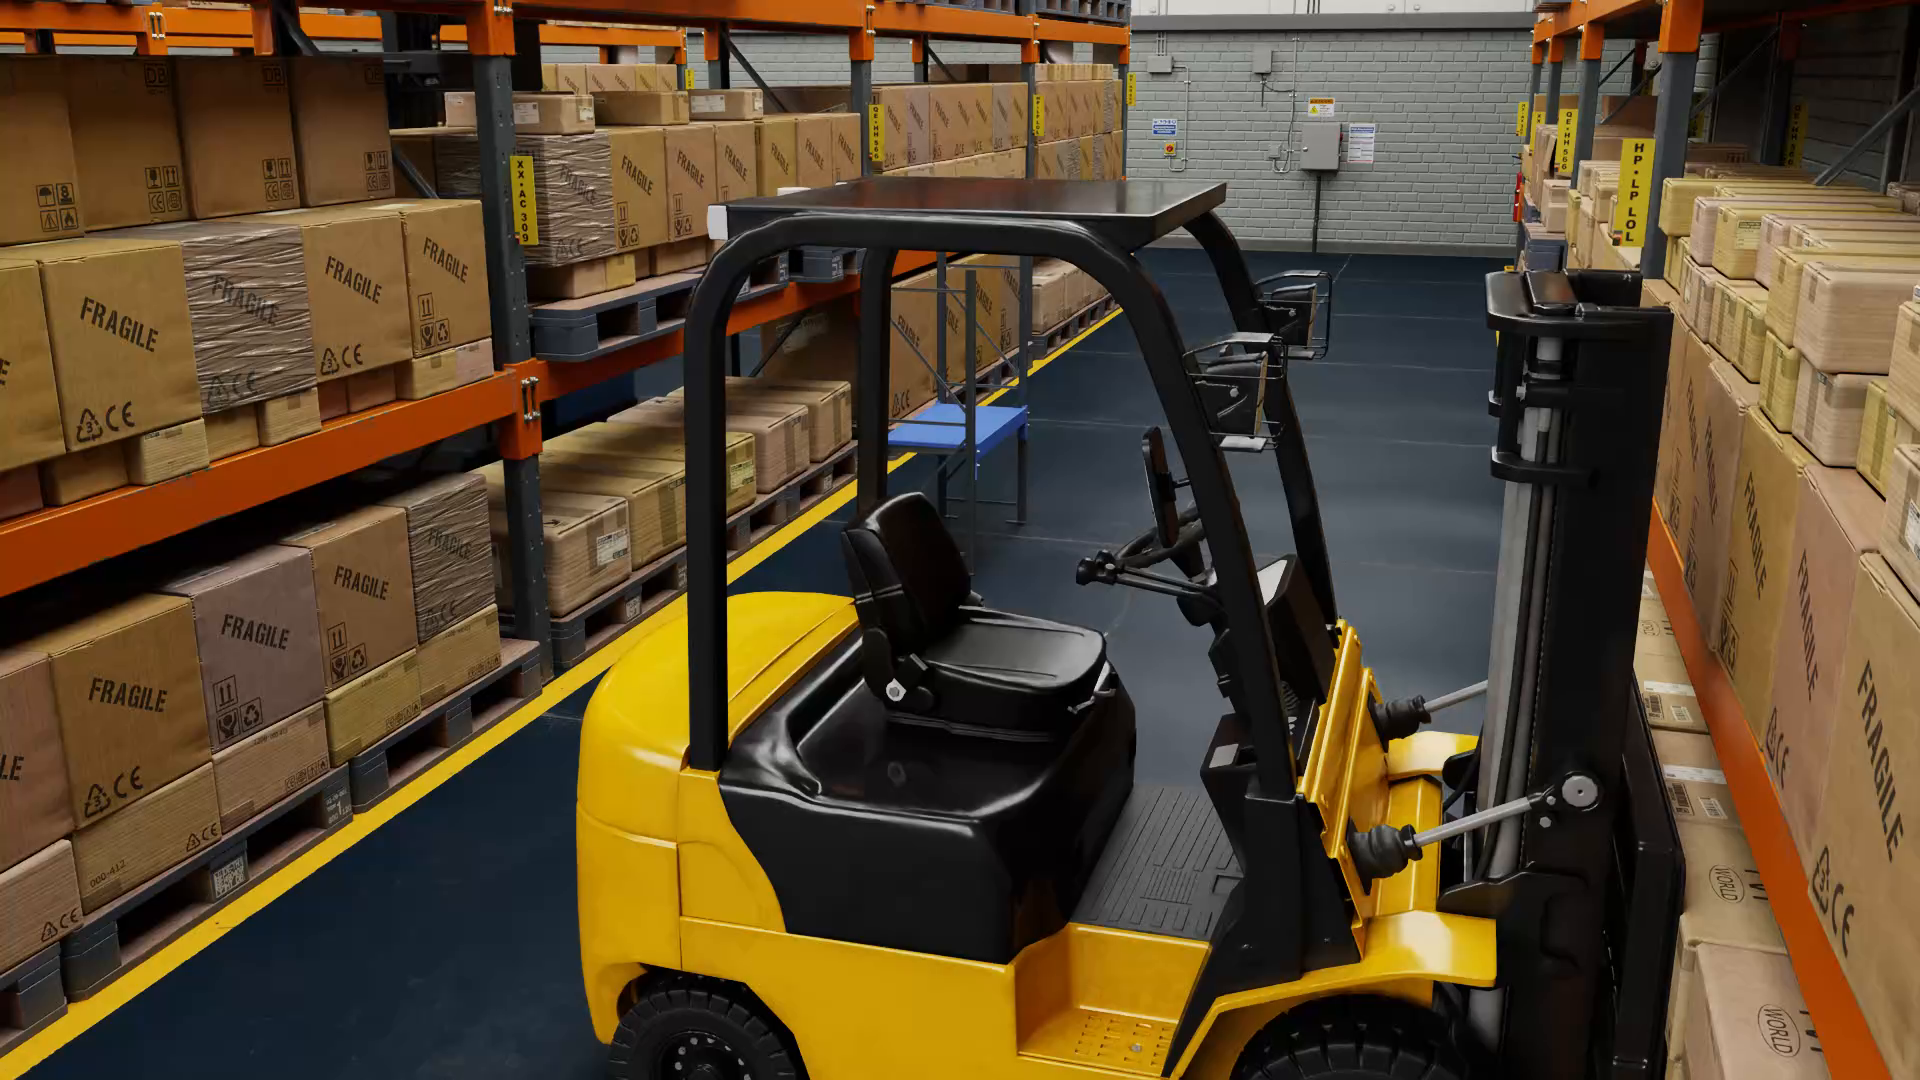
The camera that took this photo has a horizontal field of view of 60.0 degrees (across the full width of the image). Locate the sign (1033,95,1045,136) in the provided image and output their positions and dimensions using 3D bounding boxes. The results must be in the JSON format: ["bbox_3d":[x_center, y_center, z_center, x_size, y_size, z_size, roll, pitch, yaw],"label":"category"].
[{"bbox_3d":[0.639,-3.467,13.578,0.100,0.325,0.005,5,16,16],"label":"sign"}]

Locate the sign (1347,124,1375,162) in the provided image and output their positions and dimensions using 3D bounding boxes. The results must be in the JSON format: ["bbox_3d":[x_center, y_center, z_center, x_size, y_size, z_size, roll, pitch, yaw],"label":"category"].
[{"bbox_3d":[5.338,-5.280,22.121,0.329,0.494,0.001,5,16,16],"label":"sign"}]

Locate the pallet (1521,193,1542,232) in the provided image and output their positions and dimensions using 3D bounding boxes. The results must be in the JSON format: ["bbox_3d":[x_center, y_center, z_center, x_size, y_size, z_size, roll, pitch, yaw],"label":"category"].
[{"bbox_3d":[4.544,-2.310,11.830,1.003,0.211,1.213,5,16,16],"label":"pallet"}]

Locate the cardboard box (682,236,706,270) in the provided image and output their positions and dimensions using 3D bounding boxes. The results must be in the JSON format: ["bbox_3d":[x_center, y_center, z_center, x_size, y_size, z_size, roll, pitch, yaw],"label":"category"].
[{"bbox_3d":[-1.426,-1.369,7.849,0.380,0.149,0.250,5,17,16],"label":"cardboard box"}]

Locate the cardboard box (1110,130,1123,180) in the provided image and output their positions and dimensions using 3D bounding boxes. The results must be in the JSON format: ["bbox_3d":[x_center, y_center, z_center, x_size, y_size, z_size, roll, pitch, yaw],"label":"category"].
[{"bbox_3d":[1.369,-3.935,17.023,0.500,0.500,0.500,5,17,16],"label":"cardboard box"}]

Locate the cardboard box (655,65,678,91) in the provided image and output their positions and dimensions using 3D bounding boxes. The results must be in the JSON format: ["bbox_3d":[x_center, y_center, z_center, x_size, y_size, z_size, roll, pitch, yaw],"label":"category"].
[{"bbox_3d":[-3.414,-4.924,18.133,0.500,0.500,0.500,4,16,15],"label":"cardboard box"}]

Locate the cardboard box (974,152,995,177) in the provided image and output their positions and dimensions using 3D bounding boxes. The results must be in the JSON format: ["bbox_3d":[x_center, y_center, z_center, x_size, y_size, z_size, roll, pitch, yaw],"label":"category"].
[{"bbox_3d":[-0.053,-2.754,12.401,0.500,0.250,0.500,5,17,17],"label":"cardboard box"}]

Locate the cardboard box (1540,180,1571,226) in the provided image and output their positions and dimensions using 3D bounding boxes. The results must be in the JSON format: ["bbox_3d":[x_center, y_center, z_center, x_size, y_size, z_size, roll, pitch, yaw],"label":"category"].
[{"bbox_3d":[3.729,-1.988,9.846,0.500,0.250,0.500,4,16,13],"label":"cardboard box"}]

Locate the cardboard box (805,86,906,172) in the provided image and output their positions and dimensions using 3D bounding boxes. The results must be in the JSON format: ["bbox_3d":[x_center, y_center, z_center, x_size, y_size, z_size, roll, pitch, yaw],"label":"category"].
[{"bbox_3d":[-0.646,-2.580,10.413,0.500,0.500,0.500,4,16,14],"label":"cardboard box"}]

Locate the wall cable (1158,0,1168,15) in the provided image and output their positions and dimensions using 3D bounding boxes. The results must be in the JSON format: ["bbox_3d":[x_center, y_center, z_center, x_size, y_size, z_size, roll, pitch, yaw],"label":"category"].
[{"bbox_3d":[2.599,-8.430,22.059,0.463,3.000,0.029,5,16,16],"label":"wall cable"}]

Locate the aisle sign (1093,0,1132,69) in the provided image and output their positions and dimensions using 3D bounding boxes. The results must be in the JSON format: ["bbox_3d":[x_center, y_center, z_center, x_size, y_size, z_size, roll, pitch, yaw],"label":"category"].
[{"bbox_3d":[1.570,-5.279,17.181,0.394,0.787,0.004,5,16,16],"label":"aisle sign"}]

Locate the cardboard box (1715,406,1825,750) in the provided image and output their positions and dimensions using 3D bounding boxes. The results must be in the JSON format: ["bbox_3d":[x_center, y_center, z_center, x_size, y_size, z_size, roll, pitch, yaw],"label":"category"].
[{"bbox_3d":[1.655,0.070,2.903,0.500,0.500,0.500,4,16,15],"label":"cardboard box"}]

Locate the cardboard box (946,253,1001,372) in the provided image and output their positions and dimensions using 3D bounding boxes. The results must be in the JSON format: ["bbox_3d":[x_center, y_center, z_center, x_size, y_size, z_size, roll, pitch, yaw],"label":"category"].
[{"bbox_3d":[-0.233,-1.762,12.668,0.875,0.875,0.875,5,17,17],"label":"cardboard box"}]

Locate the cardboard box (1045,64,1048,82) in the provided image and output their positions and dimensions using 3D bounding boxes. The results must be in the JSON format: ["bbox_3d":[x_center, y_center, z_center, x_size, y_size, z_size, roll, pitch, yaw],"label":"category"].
[{"bbox_3d":[0.544,-4.029,14.334,0.380,0.149,0.250,4,16,15],"label":"cardboard box"}]

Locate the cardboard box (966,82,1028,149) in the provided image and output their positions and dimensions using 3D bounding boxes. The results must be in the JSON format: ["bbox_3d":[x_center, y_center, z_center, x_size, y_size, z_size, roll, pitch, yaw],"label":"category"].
[{"bbox_3d":[0.230,-3.380,13.233,0.500,0.500,0.500,5,17,18],"label":"cardboard box"}]

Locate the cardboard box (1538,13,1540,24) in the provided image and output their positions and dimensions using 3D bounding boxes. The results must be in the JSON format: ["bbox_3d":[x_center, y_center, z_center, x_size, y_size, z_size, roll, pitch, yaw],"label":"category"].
[{"bbox_3d":[5.391,-4.713,14.912,0.380,0.149,0.250,5,17,17],"label":"cardboard box"}]

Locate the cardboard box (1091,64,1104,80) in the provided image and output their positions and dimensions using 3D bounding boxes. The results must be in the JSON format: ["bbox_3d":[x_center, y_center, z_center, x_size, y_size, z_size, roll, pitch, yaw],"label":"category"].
[{"bbox_3d":[1.190,-4.560,16.206,0.380,0.149,0.250,5,17,17],"label":"cardboard box"}]

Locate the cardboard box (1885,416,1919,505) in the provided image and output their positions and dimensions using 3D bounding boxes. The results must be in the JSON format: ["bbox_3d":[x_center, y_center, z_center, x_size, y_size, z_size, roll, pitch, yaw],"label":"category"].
[{"bbox_3d":[1.472,-0.069,2.203,0.380,0.149,0.250,5,17,17],"label":"cardboard box"}]

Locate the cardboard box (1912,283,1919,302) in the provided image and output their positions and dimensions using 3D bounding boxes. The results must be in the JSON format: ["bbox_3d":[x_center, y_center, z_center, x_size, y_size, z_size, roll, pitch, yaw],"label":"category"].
[{"bbox_3d":[1.596,-0.274,2.381,0.380,0.149,0.250,5,17,16],"label":"cardboard box"}]

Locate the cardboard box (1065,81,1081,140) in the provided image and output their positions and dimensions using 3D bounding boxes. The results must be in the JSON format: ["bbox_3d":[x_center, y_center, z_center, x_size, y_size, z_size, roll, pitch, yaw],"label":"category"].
[{"bbox_3d":[0.789,-3.887,15.021,0.500,0.500,0.500,5,17,17],"label":"cardboard box"}]

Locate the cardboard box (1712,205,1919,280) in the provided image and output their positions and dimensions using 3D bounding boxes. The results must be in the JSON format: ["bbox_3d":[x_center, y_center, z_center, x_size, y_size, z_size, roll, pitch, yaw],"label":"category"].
[{"bbox_3d":[1.956,-0.681,3.816,0.380,0.149,0.250,4,16,15],"label":"cardboard box"}]

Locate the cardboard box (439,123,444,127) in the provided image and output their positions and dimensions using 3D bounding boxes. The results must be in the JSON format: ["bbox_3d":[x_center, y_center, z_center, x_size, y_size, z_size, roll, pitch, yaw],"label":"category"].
[{"bbox_3d":[-4.661,-3.522,14.348,0.380,0.149,0.250,4,16,14],"label":"cardboard box"}]

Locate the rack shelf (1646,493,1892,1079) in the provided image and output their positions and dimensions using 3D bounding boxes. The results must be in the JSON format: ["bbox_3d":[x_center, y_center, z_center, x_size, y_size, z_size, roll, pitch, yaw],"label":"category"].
[{"bbox_3d":[2.034,0.359,3.385,1.077,0.370,4.000,5,16,16],"label":"rack shelf"}]

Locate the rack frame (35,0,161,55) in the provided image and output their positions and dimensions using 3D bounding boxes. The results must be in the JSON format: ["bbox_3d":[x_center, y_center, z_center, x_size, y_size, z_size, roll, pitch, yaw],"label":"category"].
[{"bbox_3d":[-5.796,-2.298,11.435,1.000,3.000,0.127,5,16,16],"label":"rack frame"}]

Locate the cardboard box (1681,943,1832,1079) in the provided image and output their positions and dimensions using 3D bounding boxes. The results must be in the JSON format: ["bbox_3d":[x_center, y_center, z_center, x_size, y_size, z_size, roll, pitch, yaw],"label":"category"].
[{"bbox_3d":[1.437,0.897,2.606,0.500,0.250,0.500,5,17,17],"label":"cardboard box"}]

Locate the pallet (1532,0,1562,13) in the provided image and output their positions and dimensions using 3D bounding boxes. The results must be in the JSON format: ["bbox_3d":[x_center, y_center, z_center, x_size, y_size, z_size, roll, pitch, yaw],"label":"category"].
[{"bbox_3d":[4.623,-3.791,11.545,1.213,0.211,1.003,5,16,16],"label":"pallet"}]

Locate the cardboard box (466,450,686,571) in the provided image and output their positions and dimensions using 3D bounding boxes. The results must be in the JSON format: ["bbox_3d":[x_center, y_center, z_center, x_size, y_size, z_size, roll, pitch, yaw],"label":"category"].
[{"bbox_3d":[-1.810,-0.158,7.935,0.950,0.372,0.625,6,17,19],"label":"cardboard box"}]

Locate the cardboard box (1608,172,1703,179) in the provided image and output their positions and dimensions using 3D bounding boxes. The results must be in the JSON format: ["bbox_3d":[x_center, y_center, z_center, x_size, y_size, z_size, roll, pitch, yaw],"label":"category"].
[{"bbox_3d":[3.138,-1.580,7.530,0.380,0.149,0.250,5,17,16],"label":"cardboard box"}]

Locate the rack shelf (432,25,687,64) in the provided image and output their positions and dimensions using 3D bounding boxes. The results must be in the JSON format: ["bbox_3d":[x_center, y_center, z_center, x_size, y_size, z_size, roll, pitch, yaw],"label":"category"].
[{"bbox_3d":[-4.090,-4.965,16.658,1.077,0.370,4.000,5,16,16],"label":"rack shelf"}]

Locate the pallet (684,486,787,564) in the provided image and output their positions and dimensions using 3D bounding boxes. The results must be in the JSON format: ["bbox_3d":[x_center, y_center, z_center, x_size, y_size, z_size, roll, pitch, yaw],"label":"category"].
[{"bbox_3d":[-1.593,-0.077,8.713,1.003,0.211,1.213,5,16,16],"label":"pallet"}]

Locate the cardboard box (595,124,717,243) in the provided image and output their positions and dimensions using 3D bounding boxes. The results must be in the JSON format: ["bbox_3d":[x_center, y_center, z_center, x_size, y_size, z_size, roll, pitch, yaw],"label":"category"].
[{"bbox_3d":[-1.454,-1.647,7.642,0.500,0.500,0.500,5,16,16],"label":"cardboard box"}]

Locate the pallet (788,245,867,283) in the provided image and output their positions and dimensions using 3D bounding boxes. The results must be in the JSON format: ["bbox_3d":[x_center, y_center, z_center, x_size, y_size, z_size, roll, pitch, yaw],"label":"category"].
[{"bbox_3d":[-1.121,-1.654,9.514,1.213,0.211,1.003,5,16,16],"label":"pallet"}]

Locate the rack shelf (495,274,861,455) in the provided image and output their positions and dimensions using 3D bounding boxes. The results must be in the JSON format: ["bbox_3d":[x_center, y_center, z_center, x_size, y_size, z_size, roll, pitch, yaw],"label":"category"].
[{"bbox_3d":[-1.589,-1.071,8.428,1.077,0.370,4.000,5,16,16],"label":"rack shelf"}]

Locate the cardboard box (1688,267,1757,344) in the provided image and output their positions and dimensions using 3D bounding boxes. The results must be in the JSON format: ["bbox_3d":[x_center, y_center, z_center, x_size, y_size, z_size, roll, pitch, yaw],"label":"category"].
[{"bbox_3d":[1.923,-0.542,3.871,0.380,0.149,0.250,4,16,15],"label":"cardboard box"}]

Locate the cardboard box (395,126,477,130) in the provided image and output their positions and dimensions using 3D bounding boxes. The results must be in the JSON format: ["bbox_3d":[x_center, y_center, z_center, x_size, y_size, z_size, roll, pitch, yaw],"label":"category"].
[{"bbox_3d":[-2.107,-1.556,7.320,0.500,0.500,0.500,5,17,16],"label":"cardboard box"}]

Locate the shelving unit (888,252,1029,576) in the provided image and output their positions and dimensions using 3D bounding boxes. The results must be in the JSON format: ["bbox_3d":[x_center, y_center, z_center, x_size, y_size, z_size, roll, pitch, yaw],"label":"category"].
[{"bbox_3d":[-0.024,-0.699,8.546,0.538,1.500,1.048,5,16,16],"label":"shelving unit"}]

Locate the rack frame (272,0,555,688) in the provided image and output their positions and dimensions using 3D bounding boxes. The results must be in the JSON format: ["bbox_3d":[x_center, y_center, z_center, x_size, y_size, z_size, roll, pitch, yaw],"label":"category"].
[{"bbox_3d":[-2.158,-0.894,6.485,1.000,3.000,0.127,5,16,16],"label":"rack frame"}]

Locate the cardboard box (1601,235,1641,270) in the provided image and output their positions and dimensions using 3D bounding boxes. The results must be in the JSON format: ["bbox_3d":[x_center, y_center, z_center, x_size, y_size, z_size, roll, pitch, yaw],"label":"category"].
[{"bbox_3d":[2.636,-0.962,6.083,0.500,0.250,0.500,4,16,14],"label":"cardboard box"}]

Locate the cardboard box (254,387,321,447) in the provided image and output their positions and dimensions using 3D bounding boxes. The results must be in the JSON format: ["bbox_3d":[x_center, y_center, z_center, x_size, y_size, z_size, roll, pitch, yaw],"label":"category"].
[{"bbox_3d":[-2.242,-0.400,5.202,0.380,0.149,0.250,4,16,15],"label":"cardboard box"}]

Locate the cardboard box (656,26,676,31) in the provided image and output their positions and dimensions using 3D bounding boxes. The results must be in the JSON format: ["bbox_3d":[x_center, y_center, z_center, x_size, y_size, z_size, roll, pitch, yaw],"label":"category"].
[{"bbox_3d":[-3.398,-5.623,17.933,0.500,0.250,0.500,4,16,15],"label":"cardboard box"}]

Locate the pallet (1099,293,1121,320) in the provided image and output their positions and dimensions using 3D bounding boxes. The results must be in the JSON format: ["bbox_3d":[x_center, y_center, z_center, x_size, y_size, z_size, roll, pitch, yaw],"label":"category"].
[{"bbox_3d":[1.100,-2.477,17.175,1.003,0.211,1.213,5,16,16],"label":"pallet"}]

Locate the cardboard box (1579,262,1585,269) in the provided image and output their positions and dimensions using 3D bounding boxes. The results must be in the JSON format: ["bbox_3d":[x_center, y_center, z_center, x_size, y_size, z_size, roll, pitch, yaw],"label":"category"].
[{"bbox_3d":[3.091,-1.121,7.559,0.500,0.250,0.500,4,16,14],"label":"cardboard box"}]

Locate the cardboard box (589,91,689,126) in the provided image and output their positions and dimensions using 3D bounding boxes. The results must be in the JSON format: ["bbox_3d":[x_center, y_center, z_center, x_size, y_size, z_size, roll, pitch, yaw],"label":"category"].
[{"bbox_3d":[-1.475,-1.987,7.652,0.380,0.149,0.250,6,17,19],"label":"cardboard box"}]

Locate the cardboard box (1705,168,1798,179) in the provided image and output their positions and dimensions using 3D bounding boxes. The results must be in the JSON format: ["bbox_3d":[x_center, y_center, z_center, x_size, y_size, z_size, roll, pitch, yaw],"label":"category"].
[{"bbox_3d":[3.741,-1.676,7.869,0.380,0.149,0.250,5,16,16],"label":"cardboard box"}]

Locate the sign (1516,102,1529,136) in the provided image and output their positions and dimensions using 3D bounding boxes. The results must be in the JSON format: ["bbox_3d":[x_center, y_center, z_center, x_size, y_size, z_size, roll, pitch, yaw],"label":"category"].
[{"bbox_3d":[5.492,-4.108,16.230,0.100,0.325,0.005,5,16,16],"label":"sign"}]

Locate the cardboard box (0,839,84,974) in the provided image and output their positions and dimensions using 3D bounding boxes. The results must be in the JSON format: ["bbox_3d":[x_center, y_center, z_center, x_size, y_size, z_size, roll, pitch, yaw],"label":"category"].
[{"bbox_3d":[-2.648,0.950,4.251,0.500,0.250,0.500,5,17,18],"label":"cardboard box"}]

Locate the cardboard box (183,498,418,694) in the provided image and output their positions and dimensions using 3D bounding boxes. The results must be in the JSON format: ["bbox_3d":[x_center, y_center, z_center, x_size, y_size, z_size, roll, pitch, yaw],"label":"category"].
[{"bbox_3d":[-2.211,0.175,5.612,0.500,0.500,0.500,5,17,17],"label":"cardboard box"}]

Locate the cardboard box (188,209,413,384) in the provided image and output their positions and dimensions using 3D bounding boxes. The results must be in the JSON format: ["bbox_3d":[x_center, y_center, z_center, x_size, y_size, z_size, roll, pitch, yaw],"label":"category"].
[{"bbox_3d":[-2.185,-0.815,5.476,0.500,0.500,0.500,5,17,18],"label":"cardboard box"}]

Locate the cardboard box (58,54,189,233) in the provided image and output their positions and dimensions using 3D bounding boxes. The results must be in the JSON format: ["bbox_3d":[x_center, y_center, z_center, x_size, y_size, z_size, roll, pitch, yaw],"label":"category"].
[{"bbox_3d":[-2.825,-1.207,5.027,0.700,0.500,0.500,4,16,15],"label":"cardboard box"}]

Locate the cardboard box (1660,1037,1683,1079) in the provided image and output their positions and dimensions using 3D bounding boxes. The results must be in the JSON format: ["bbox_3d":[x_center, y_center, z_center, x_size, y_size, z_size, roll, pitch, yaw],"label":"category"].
[{"bbox_3d":[1.584,0.998,3.168,0.500,0.250,0.500,4,16,15],"label":"cardboard box"}]

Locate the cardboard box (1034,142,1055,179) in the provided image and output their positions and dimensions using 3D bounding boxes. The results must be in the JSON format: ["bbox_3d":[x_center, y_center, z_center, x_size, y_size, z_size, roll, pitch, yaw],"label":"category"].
[{"bbox_3d":[0.500,-3.138,14.212,0.500,0.500,0.500,5,17,18],"label":"cardboard box"}]

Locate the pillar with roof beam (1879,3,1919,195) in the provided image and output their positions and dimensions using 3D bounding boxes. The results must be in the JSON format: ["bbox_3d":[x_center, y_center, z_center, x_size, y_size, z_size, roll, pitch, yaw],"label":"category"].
[{"bbox_3d":[0.105,-4.366,7.730,9.100,9.000,0.400,5,16,16],"label":"pillar with roof beam"}]

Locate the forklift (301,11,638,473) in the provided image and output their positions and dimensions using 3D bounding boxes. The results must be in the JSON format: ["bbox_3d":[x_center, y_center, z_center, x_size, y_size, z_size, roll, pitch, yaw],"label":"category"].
[{"bbox_3d":[-3.077,-1.726,9.544,1.130,2.935,3.031,5,17,17],"label":"forklift"}]

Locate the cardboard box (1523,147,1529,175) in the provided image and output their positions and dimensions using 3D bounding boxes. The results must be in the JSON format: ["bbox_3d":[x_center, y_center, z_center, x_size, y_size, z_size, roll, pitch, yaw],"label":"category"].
[{"bbox_3d":[5.482,-3.491,15.370,0.500,0.250,0.500,5,17,16],"label":"cardboard box"}]
